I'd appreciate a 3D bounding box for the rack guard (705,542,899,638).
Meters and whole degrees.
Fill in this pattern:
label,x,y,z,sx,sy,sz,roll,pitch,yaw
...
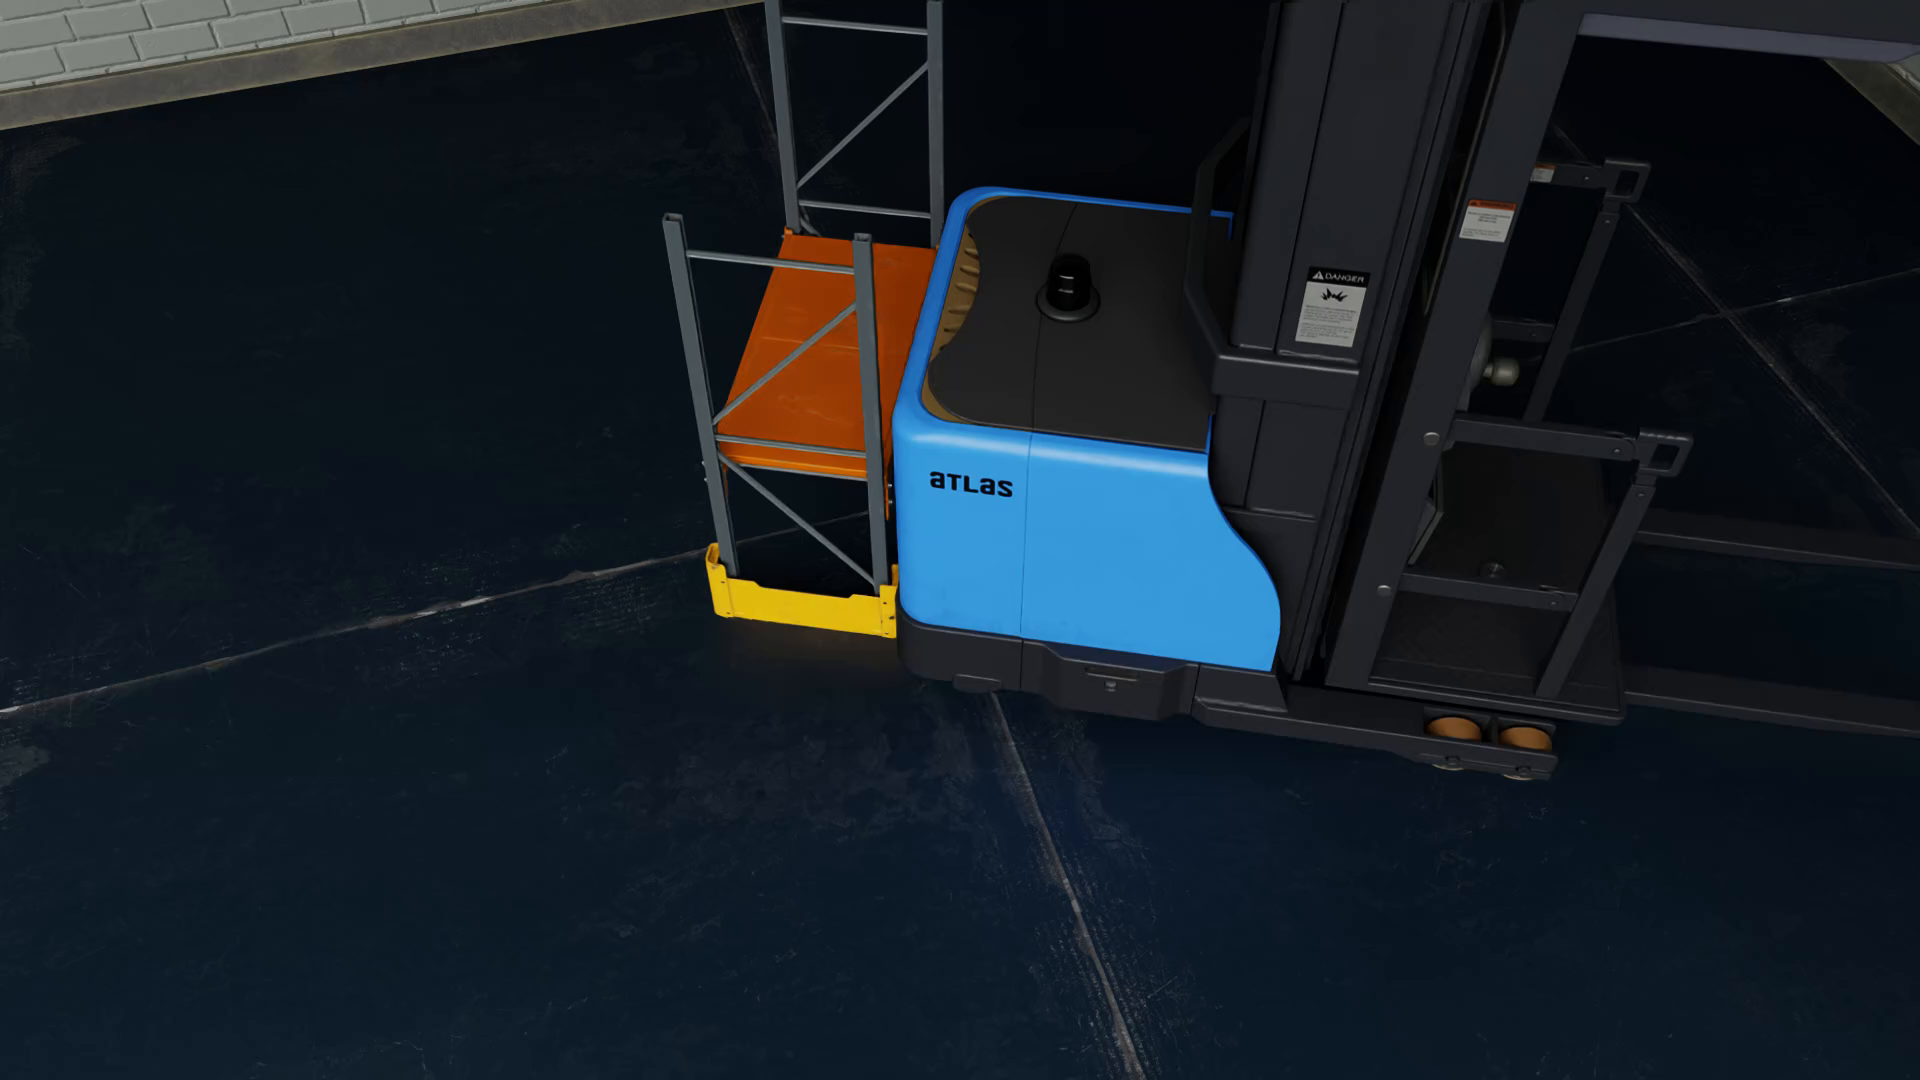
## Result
label,x,y,z,sx,sy,sz,roll,pitch,yaw
rack guard,-0.454,0.151,4.959,0.587,0.250,0.087,7,50,6

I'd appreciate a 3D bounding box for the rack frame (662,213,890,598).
label,x,y,z,sx,sy,sz,roll,pitch,yaw
rack frame,-0.454,-0.251,4.481,0.500,1.500,0.032,7,50,6

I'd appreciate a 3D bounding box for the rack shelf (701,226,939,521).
label,x,y,z,sx,sy,sz,roll,pitch,yaw
rack shelf,-0.374,-0.519,4.942,0.538,0.185,1.000,7,50,6

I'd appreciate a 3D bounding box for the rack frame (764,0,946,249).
label,x,y,z,sx,sy,sz,roll,pitch,yaw
rack frame,-0.294,-1.019,5.128,0.500,1.500,0.032,7,50,6

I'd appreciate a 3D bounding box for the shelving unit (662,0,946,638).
label,x,y,z,sx,sy,sz,roll,pitch,yaw
shelving unit,-0.375,-0.628,4.799,0.587,1.500,1.083,7,50,6

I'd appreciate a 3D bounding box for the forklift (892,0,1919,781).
label,x,y,z,sx,sy,sz,roll,pitch,yaw
forklift,1.381,-0.711,3.932,3.031,2.935,1.130,7,50,6
